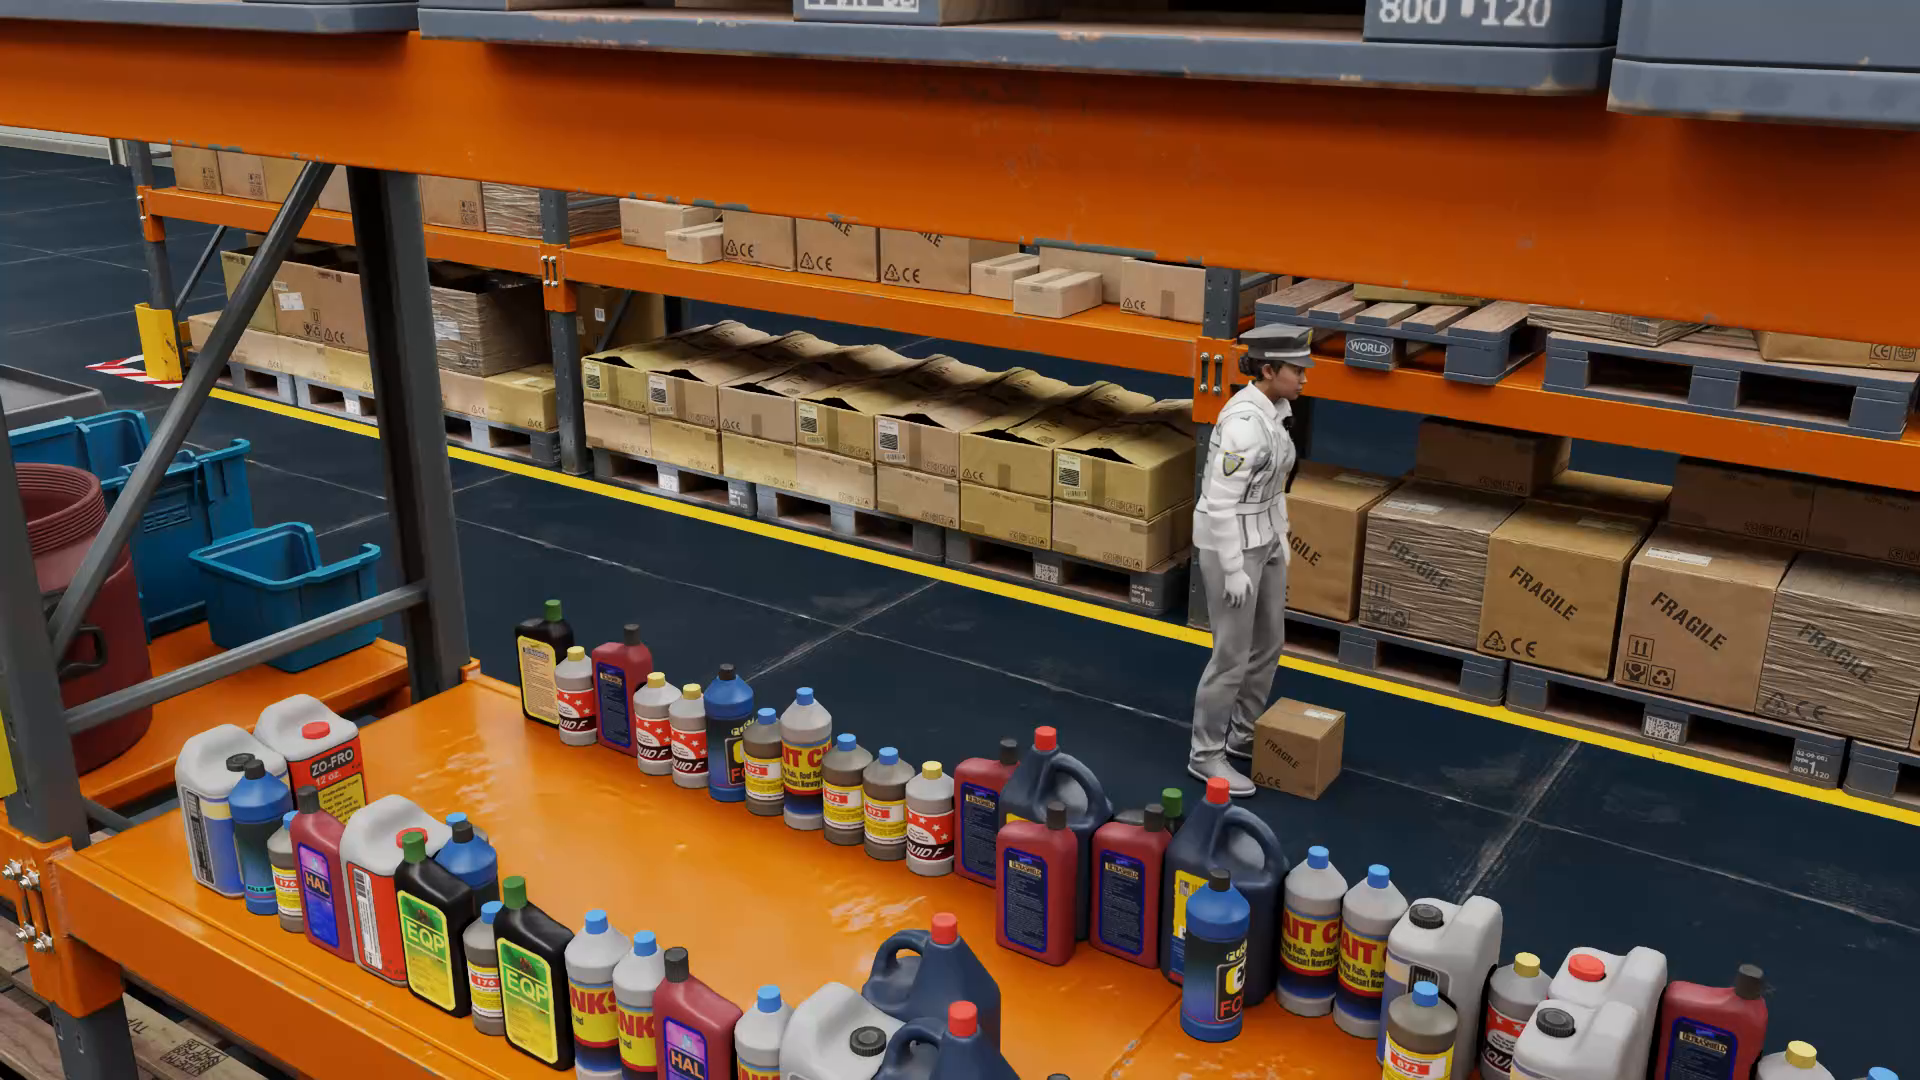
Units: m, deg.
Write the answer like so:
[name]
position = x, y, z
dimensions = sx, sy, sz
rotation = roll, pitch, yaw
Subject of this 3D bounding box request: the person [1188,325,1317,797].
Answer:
[person]
position = 1.041, 0.053, 5.921
dimensions = 0.404, 1.663, 0.529
rotation = 13, 24, 32
